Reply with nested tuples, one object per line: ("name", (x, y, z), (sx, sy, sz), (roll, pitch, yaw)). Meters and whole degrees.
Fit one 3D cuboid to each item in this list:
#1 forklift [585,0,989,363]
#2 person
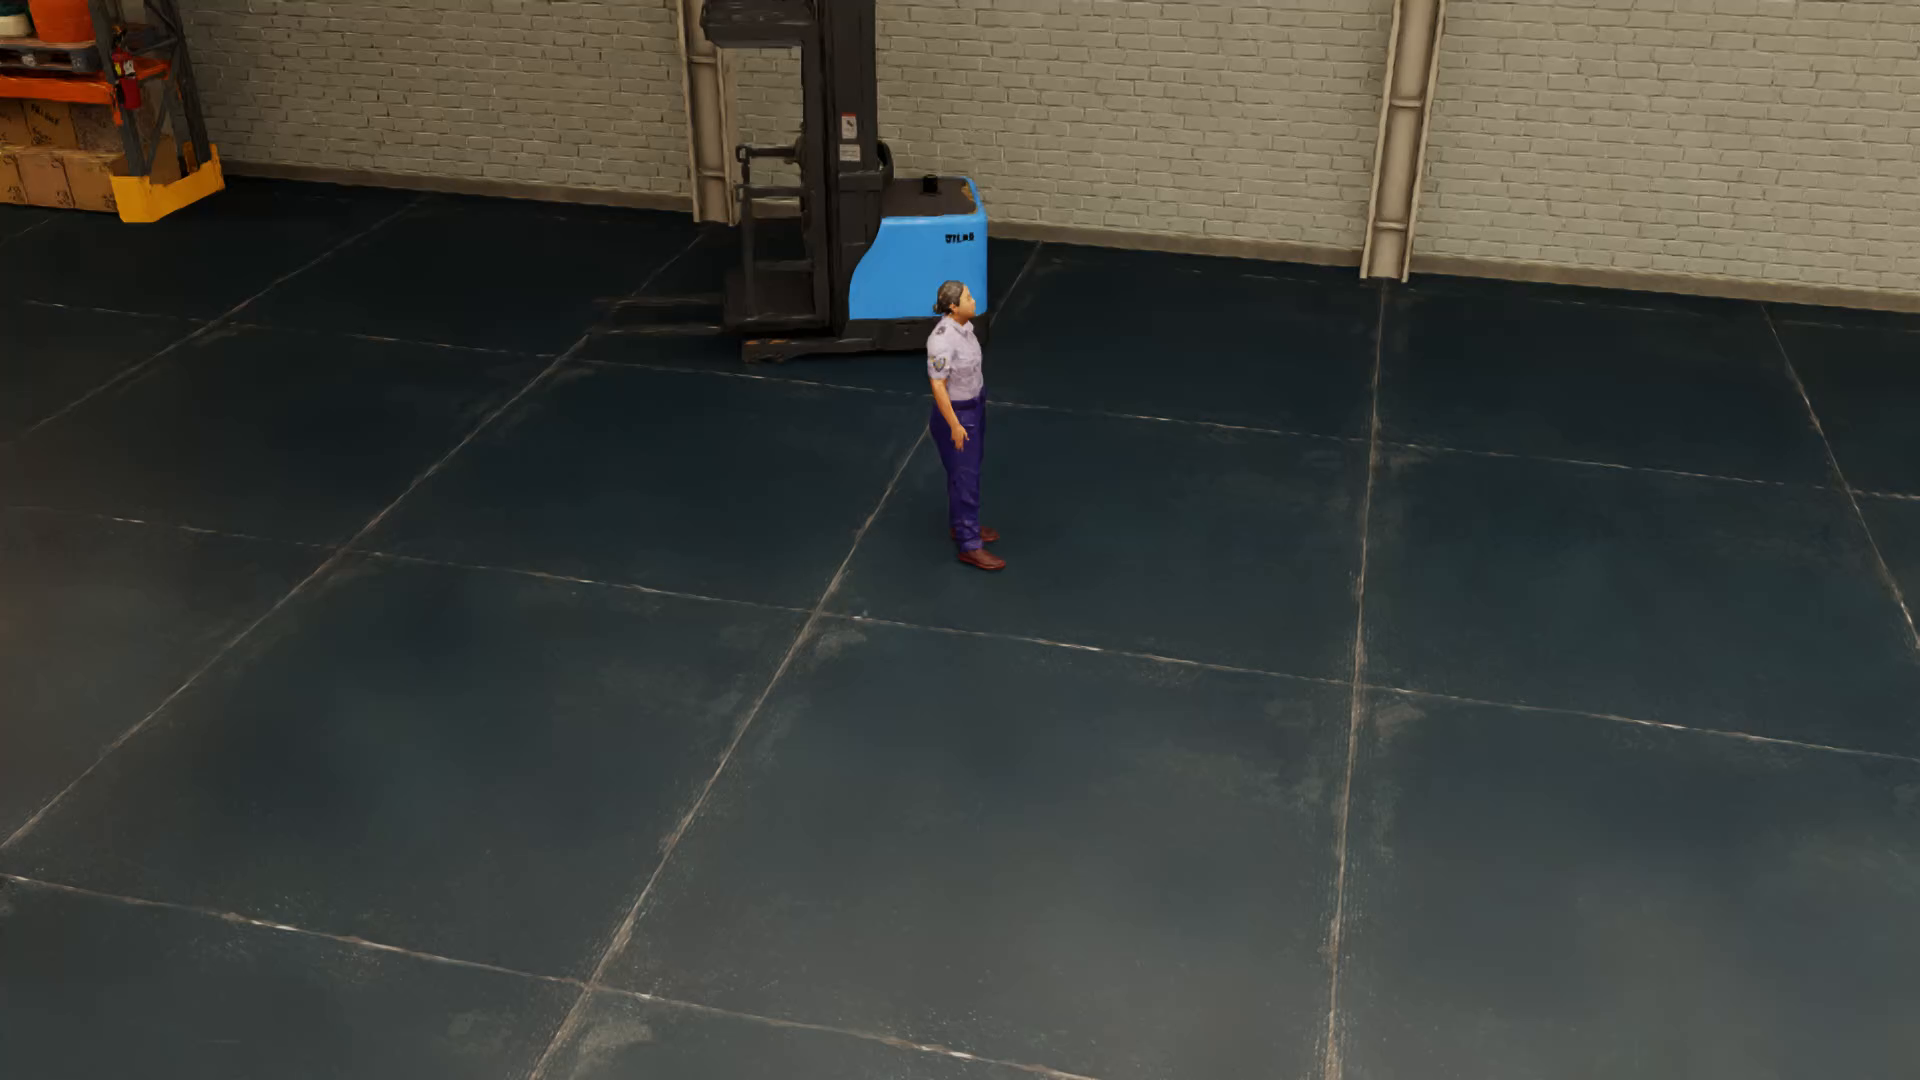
("forklift", (-1.332, -2.877, 12.248), (3.031, 2.935, 1.130), (-3, 30, -5))
("person", (0.082, -0.698, 9.698), (0.502, 1.642, 0.599), (7, 30, 12))
